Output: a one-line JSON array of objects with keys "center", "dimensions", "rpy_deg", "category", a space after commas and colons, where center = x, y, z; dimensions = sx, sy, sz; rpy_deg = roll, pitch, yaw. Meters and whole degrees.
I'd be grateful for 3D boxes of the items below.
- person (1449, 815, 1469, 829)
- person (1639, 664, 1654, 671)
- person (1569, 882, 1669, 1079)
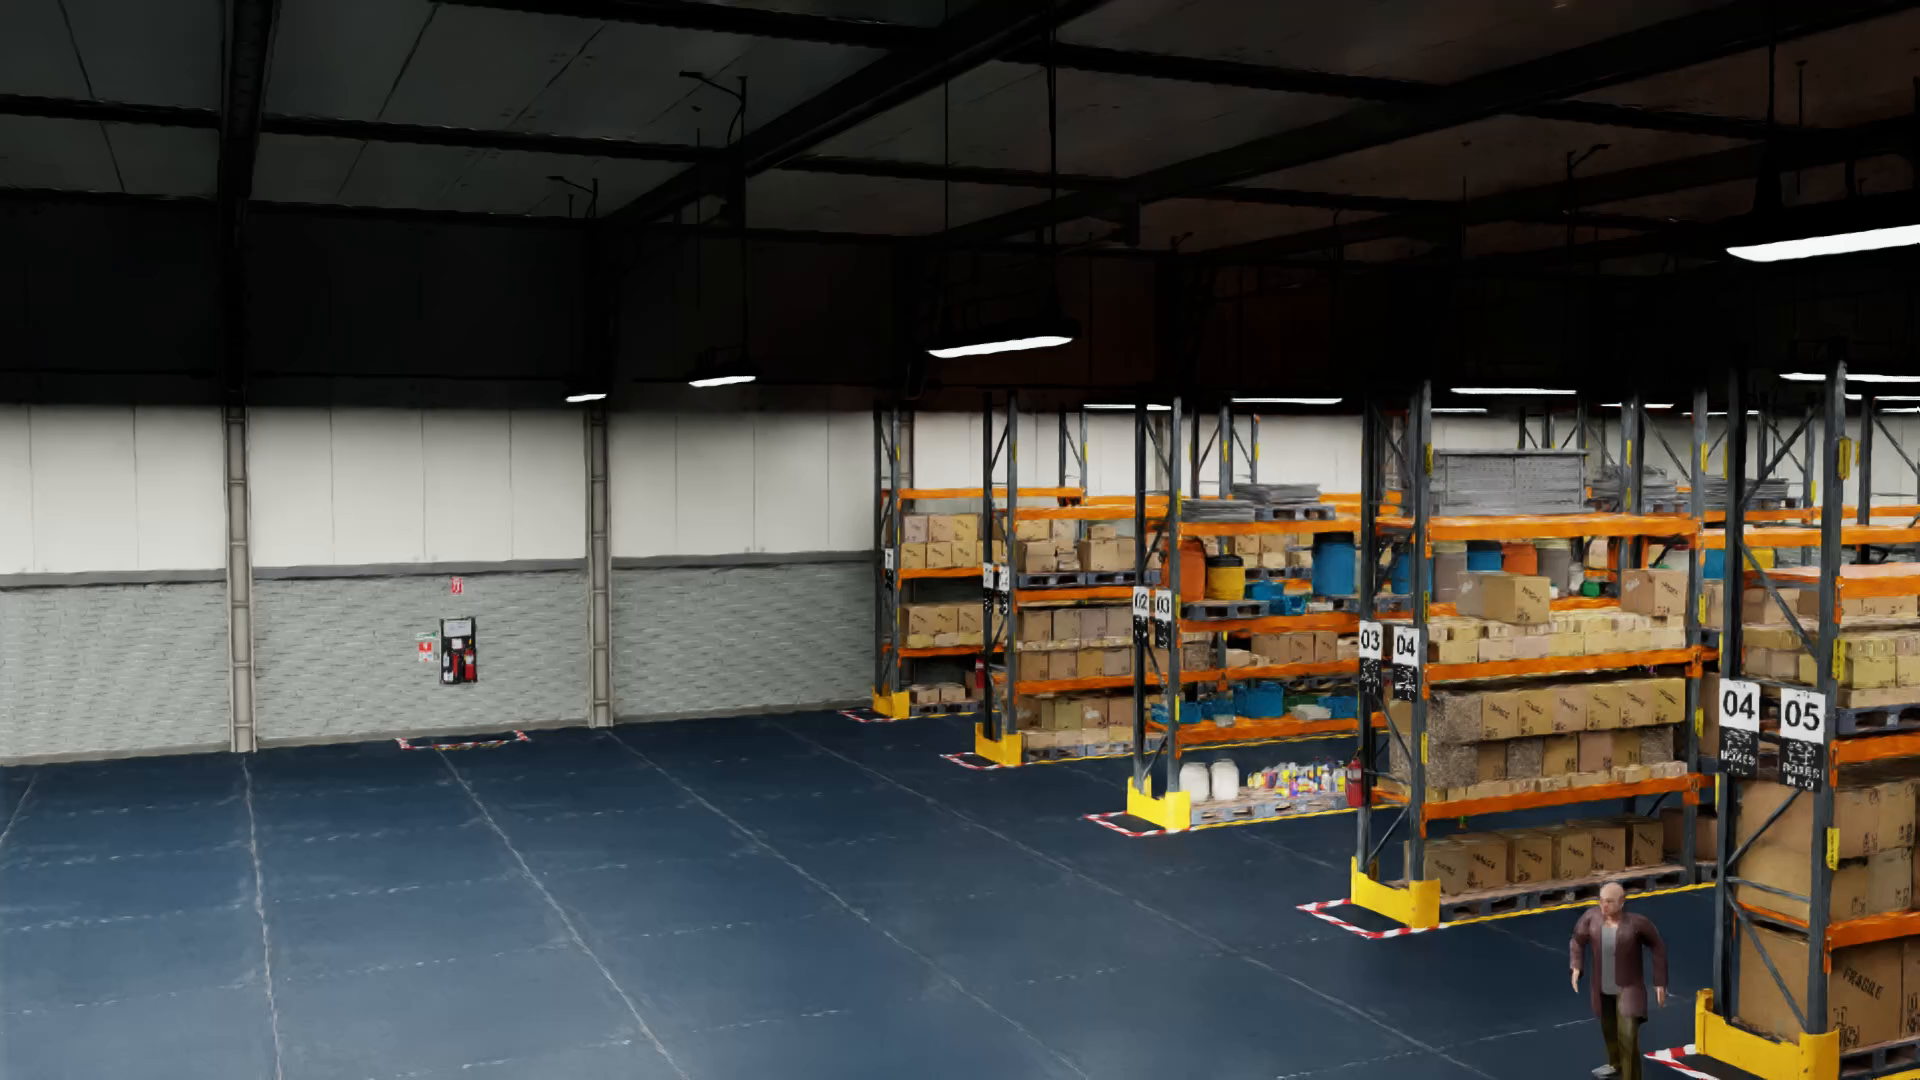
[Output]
[{"center": [6.724, 2.988, 22.451], "dimensions": [0.842, 1.720, 0.675], "rpy_deg": [-3, 4, -41], "category": "person"}, {"center": [11.587, 2.621, 28.420], "dimensions": [0.787, 1.760, 0.629], "rpy_deg": [0, 3, -4], "category": "person"}, {"center": [5.220, 3.531, 13.145], "dimensions": [0.896, 1.715, 0.735], "rpy_deg": [-3, 4, -40], "category": "person"}]
